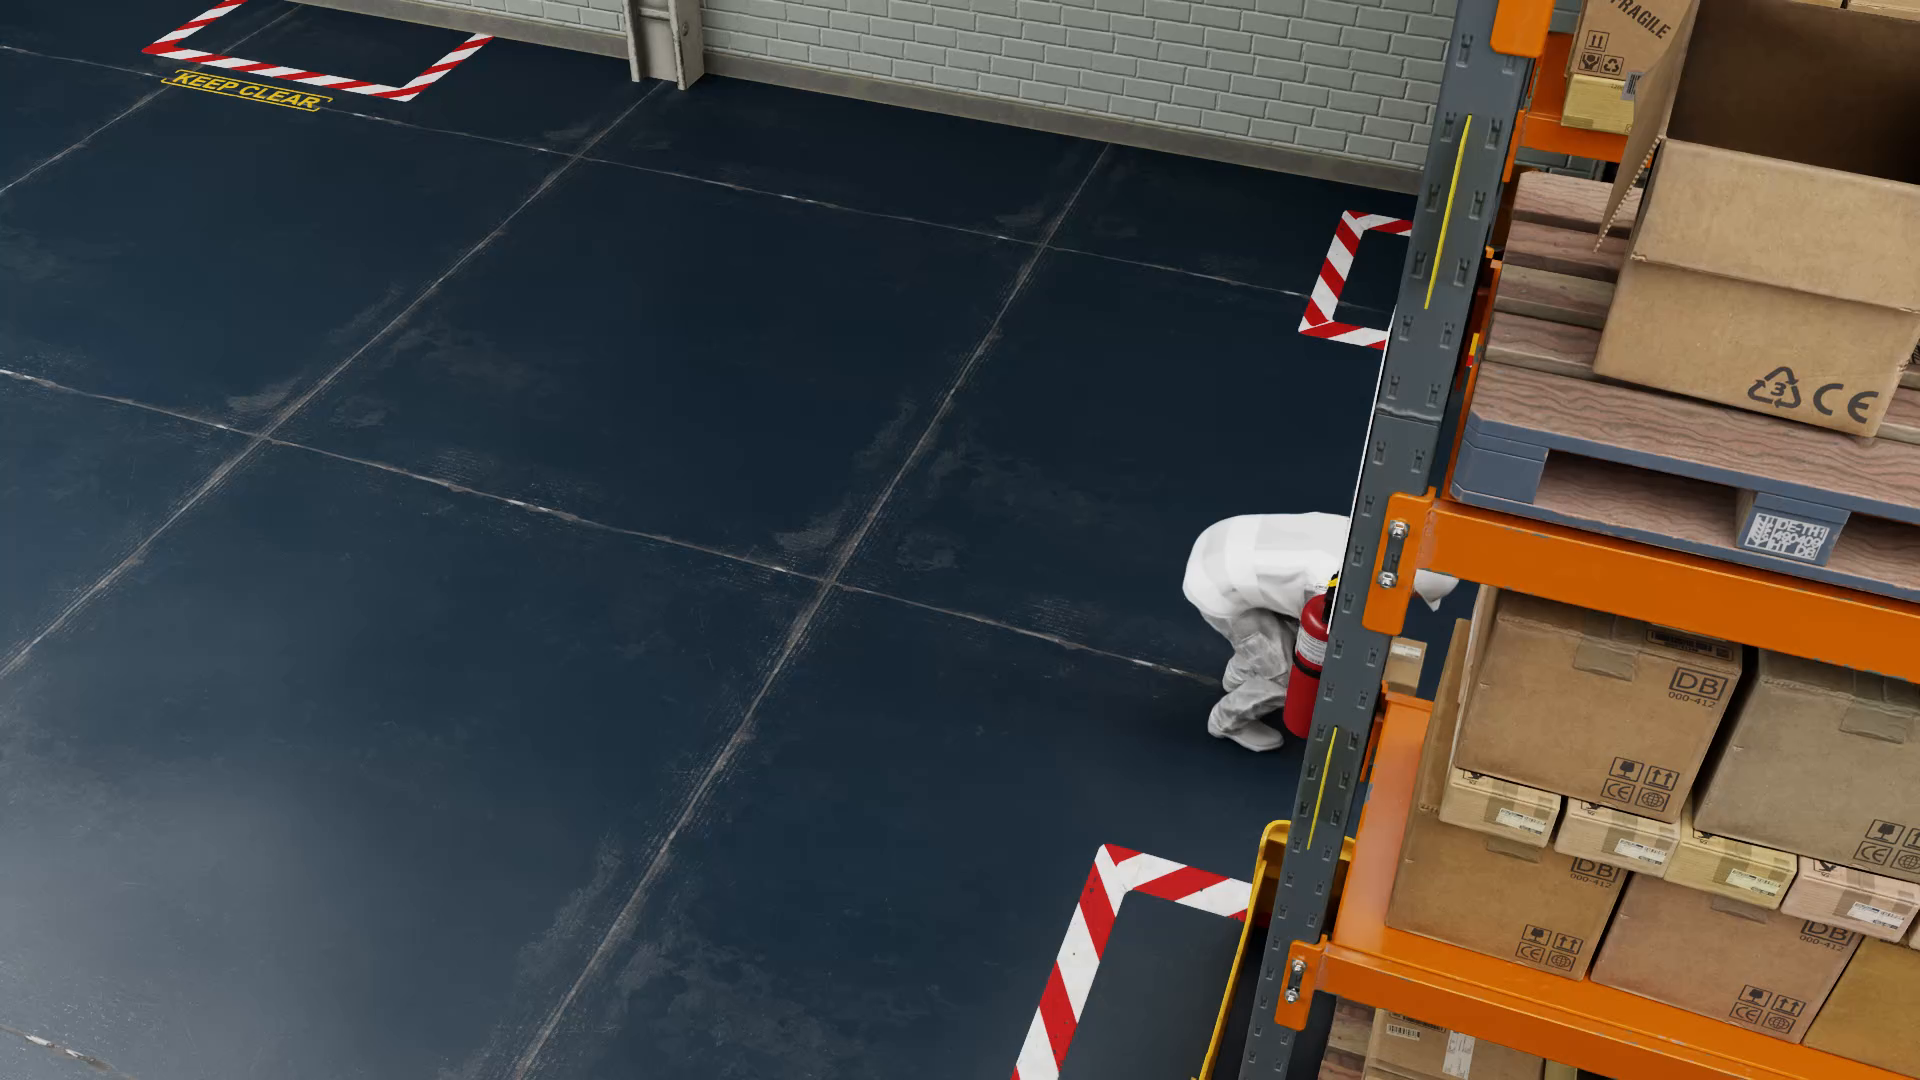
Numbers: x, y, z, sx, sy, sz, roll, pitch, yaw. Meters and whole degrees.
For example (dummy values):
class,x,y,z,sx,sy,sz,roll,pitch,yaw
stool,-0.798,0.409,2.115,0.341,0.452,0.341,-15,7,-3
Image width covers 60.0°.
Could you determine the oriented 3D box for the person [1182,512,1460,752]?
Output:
class,x,y,z,sx,sy,sz,roll,pitch,yaw
person,1.330,0.341,6.337,0.977,1.015,0.546,12,42,13
